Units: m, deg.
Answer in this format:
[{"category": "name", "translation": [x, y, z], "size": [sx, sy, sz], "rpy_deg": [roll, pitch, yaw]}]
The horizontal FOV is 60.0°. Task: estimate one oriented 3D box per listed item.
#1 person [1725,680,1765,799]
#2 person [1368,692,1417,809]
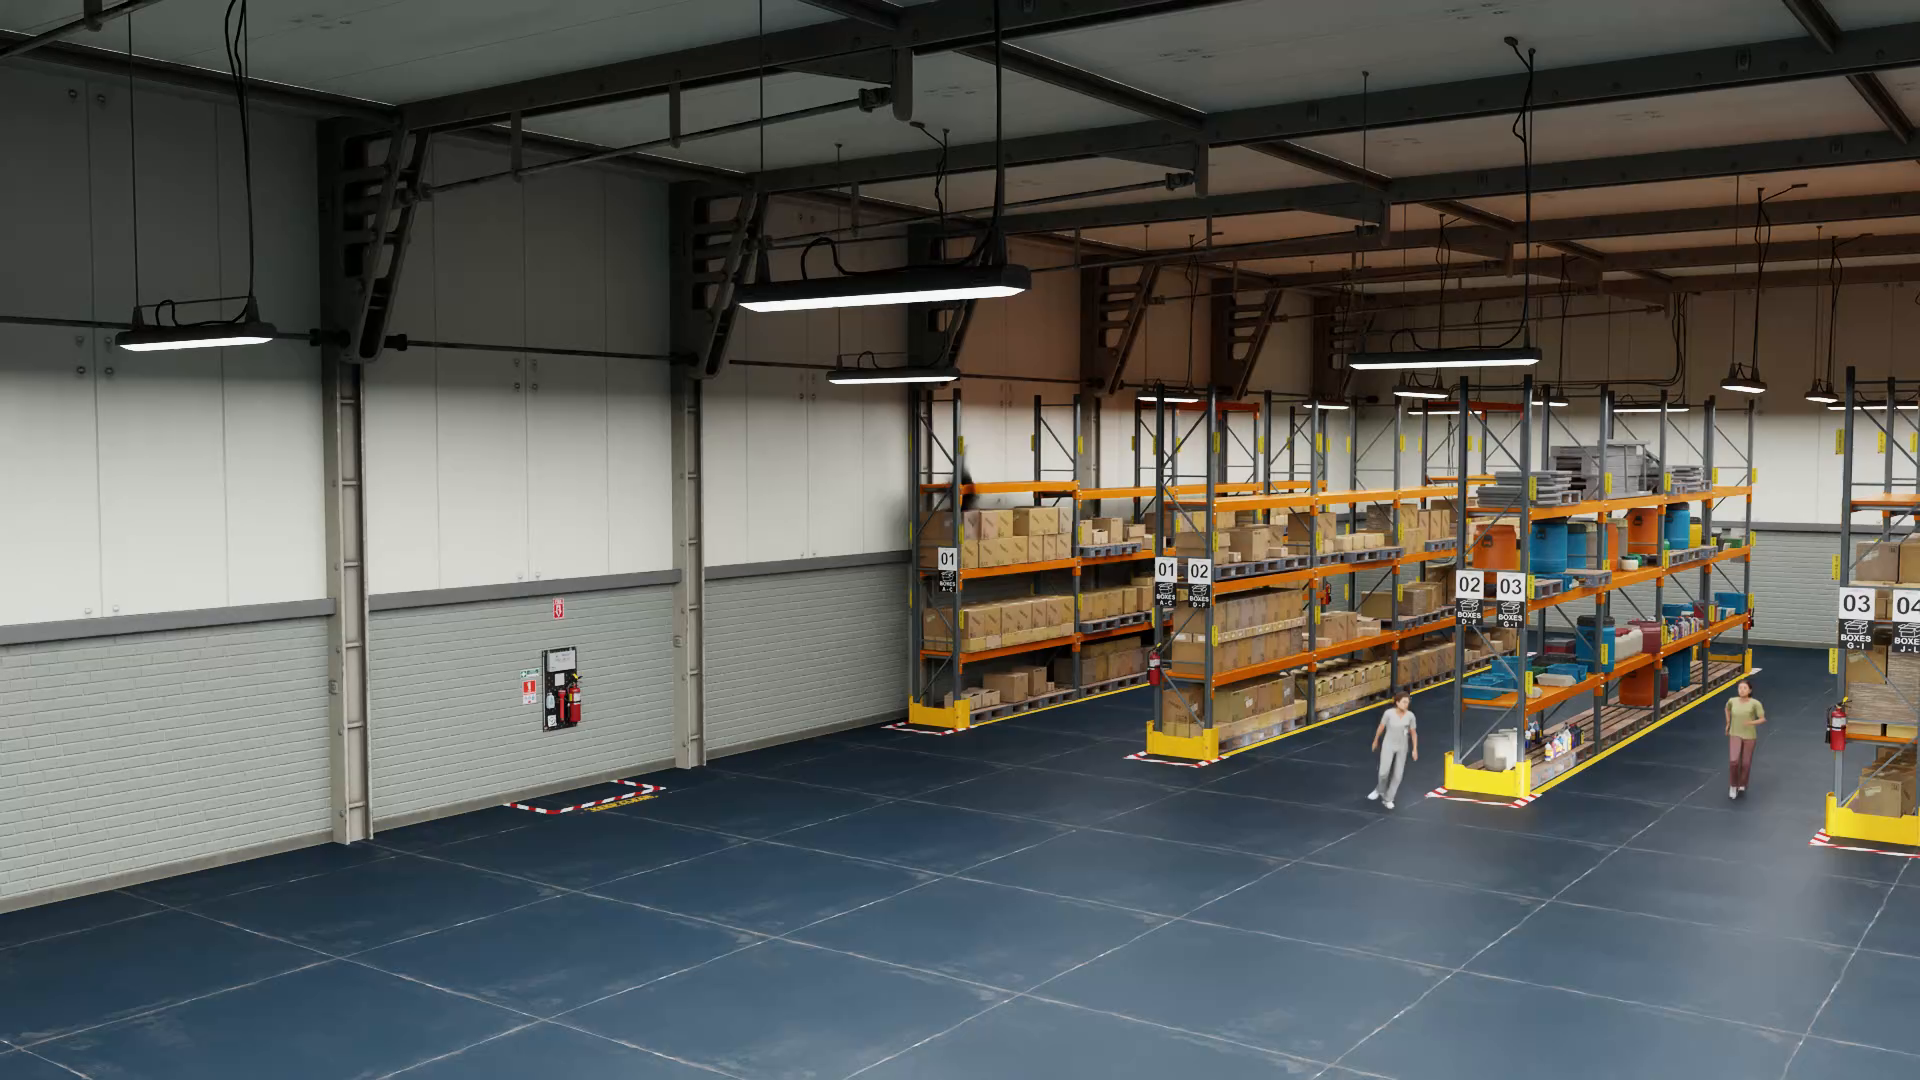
[{"category": "person", "translation": [11.132, 2.822, 23.604], "size": [0.532, 1.683, 0.674], "rpy_deg": [2, 4, 28]}, {"category": "person", "translation": [5.973, 2.901, 22.952], "size": [0.611, 1.631, 0.522], "rpy_deg": [0, 3, 2]}]
